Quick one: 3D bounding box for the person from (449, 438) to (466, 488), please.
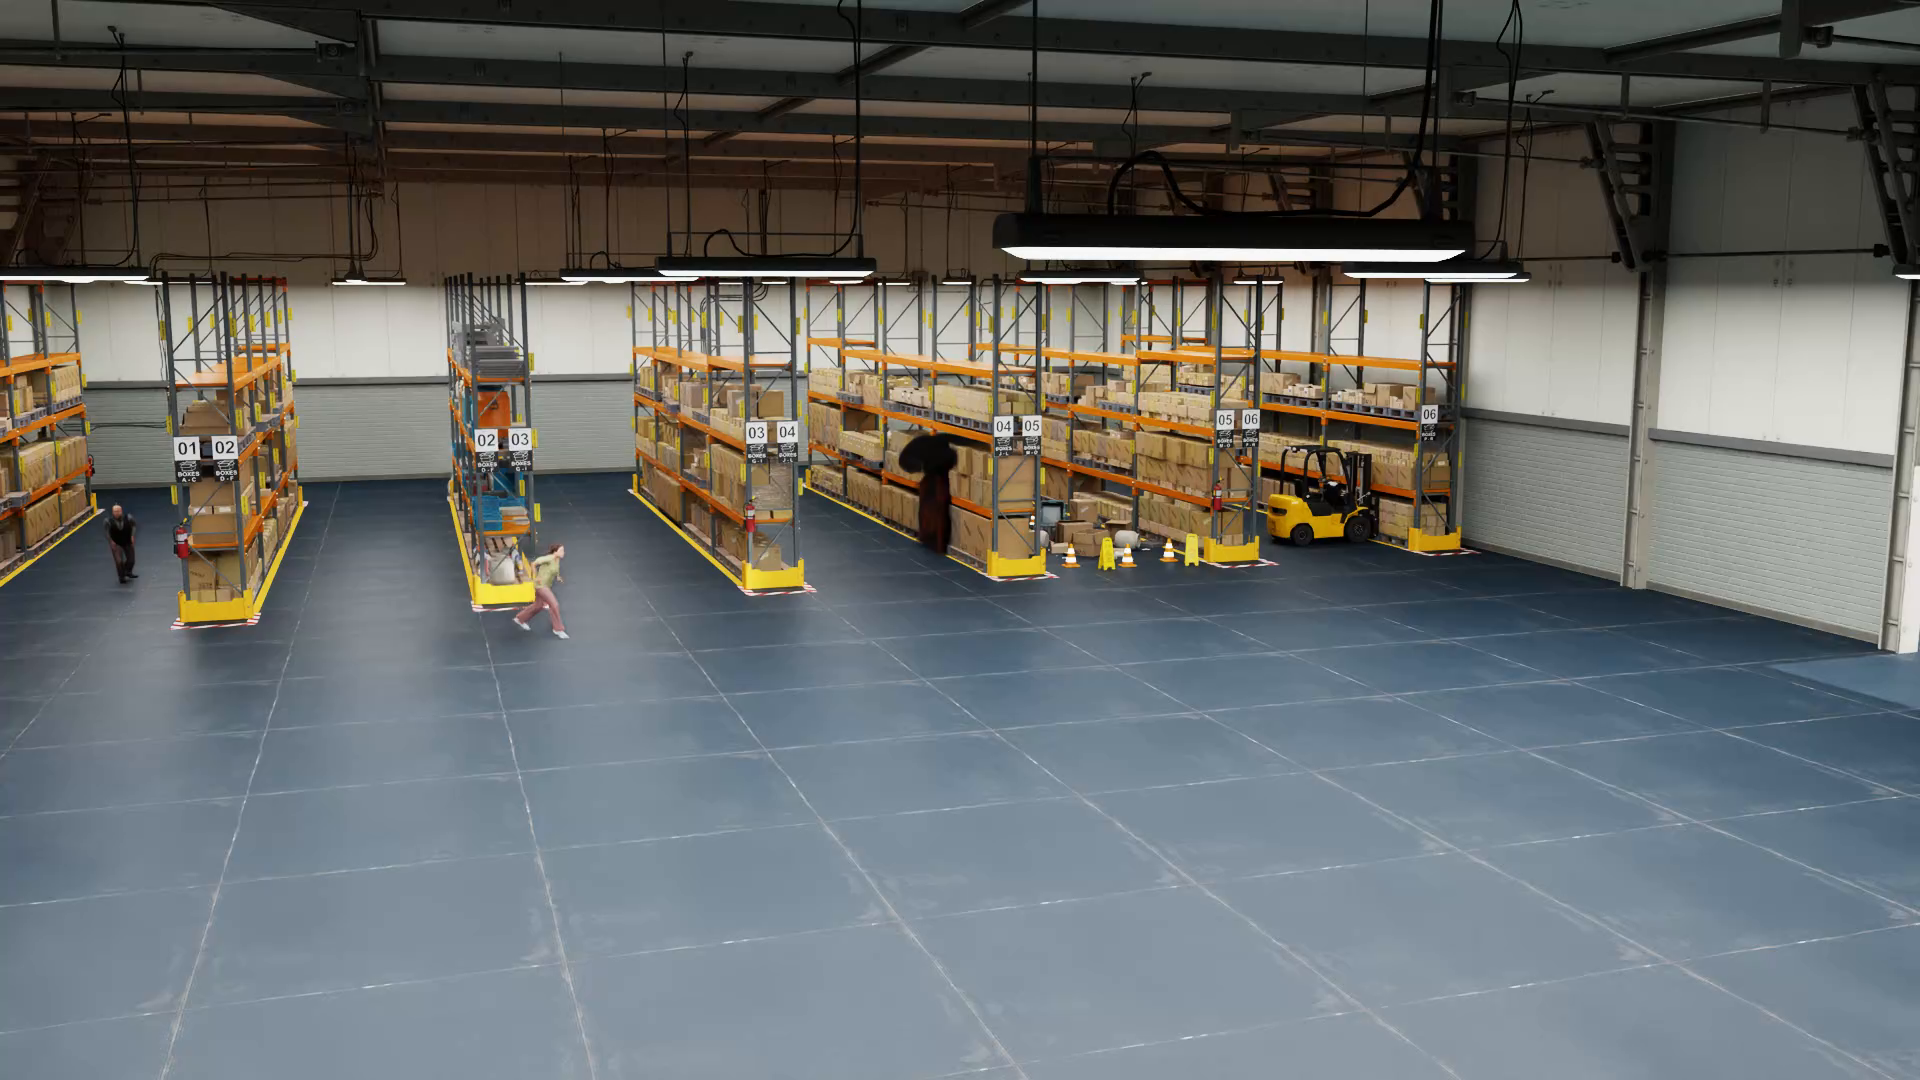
[{"bbox_3d":[-13.832,-2.198,46.581,1.058,1.787,0.735,3,9,20],"label":"person"}]

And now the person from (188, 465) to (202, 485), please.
[{"bbox_3d":[-18.819,-1.199,41.207,0.538,1.458,0.746,-4,10,-26],"label":"person"}]

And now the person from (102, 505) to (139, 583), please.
[{"bbox_3d":[-16.390,0.060,32.494,0.684,1.577,0.855,-8,12,-42],"label":"person"}]

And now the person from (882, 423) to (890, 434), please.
[{"bbox_3d":[-2.202,-2.702,50.246,0.883,1.671,0.590,-3,9,-20],"label":"person"}]

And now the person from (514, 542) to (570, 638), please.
[{"bbox_3d":[-6.945,0.828,27.470,1.003,1.626,0.617,3,9,18],"label":"person"}]
